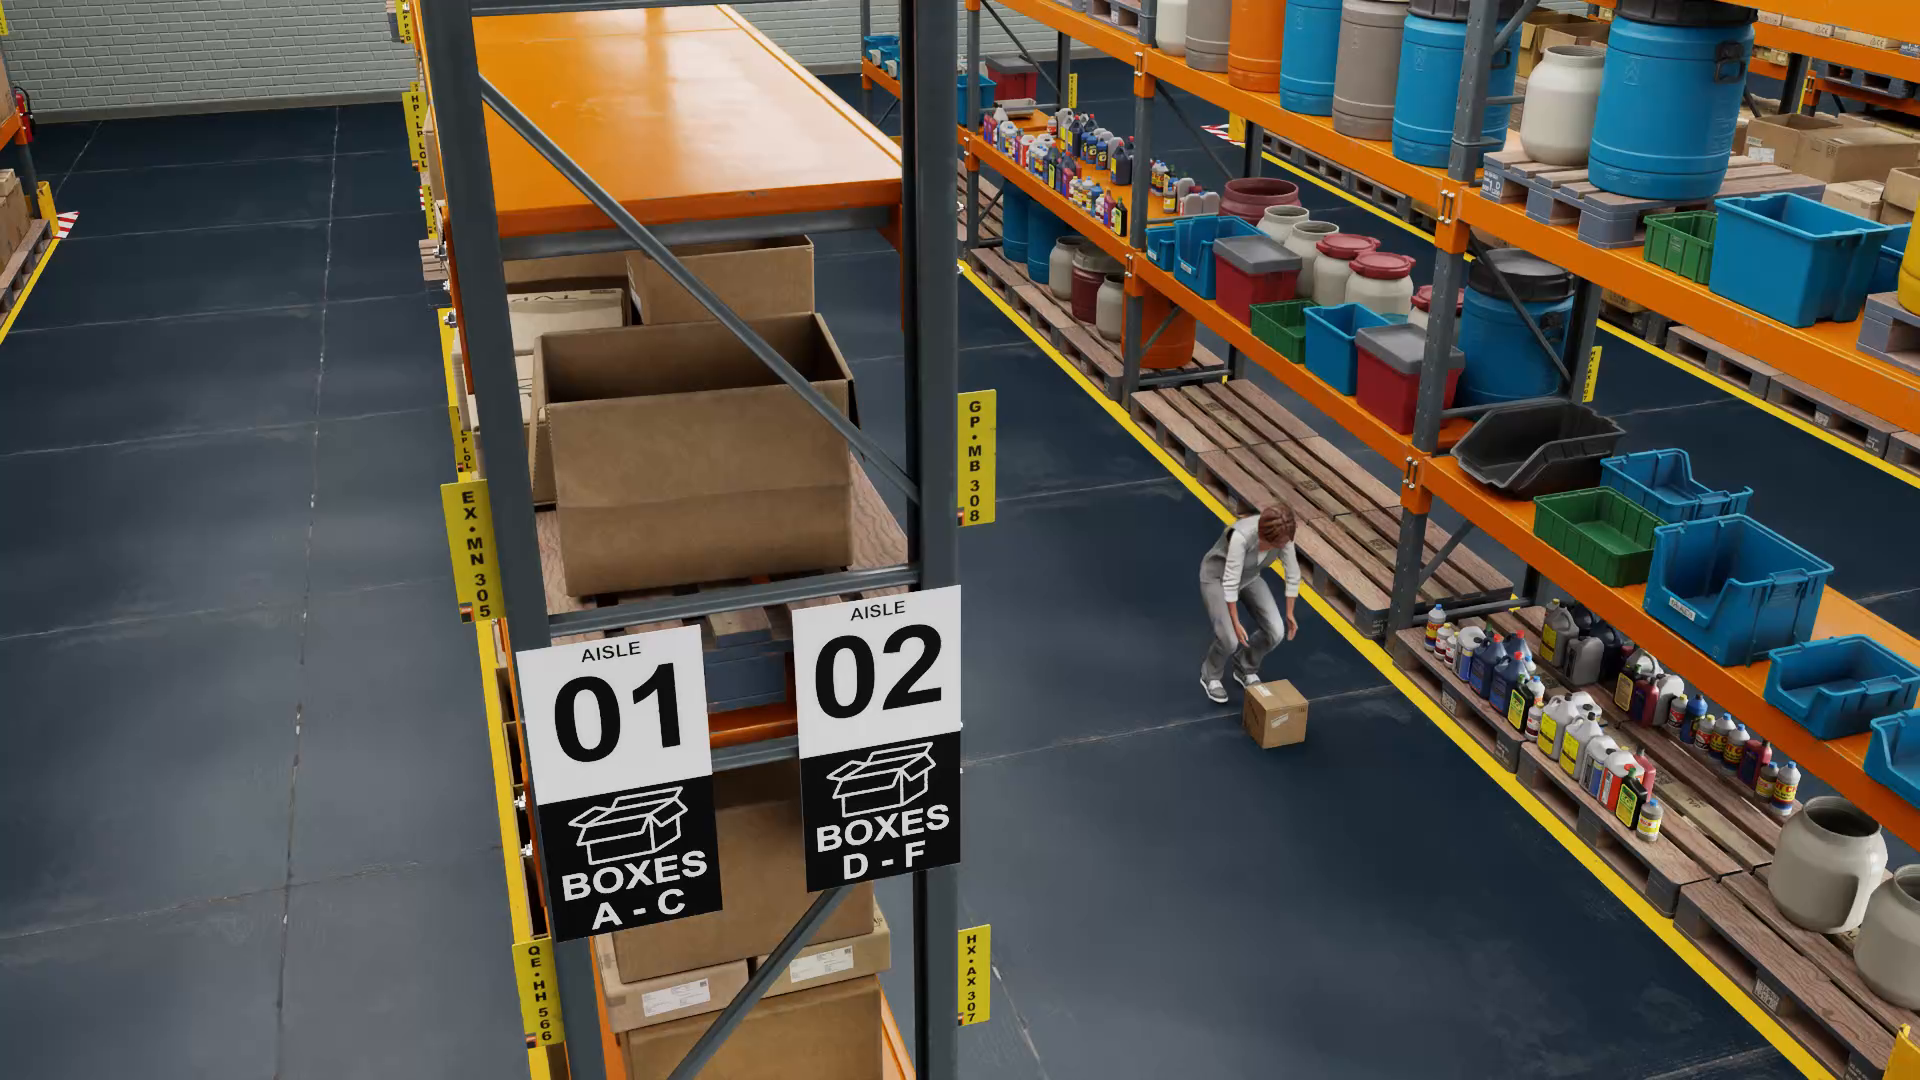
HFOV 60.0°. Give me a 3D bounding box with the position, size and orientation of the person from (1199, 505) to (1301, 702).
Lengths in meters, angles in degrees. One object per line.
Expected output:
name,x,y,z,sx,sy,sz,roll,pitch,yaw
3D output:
person,1.593,0.306,9.130,0.463,1.255,0.673,-8,28,-16
